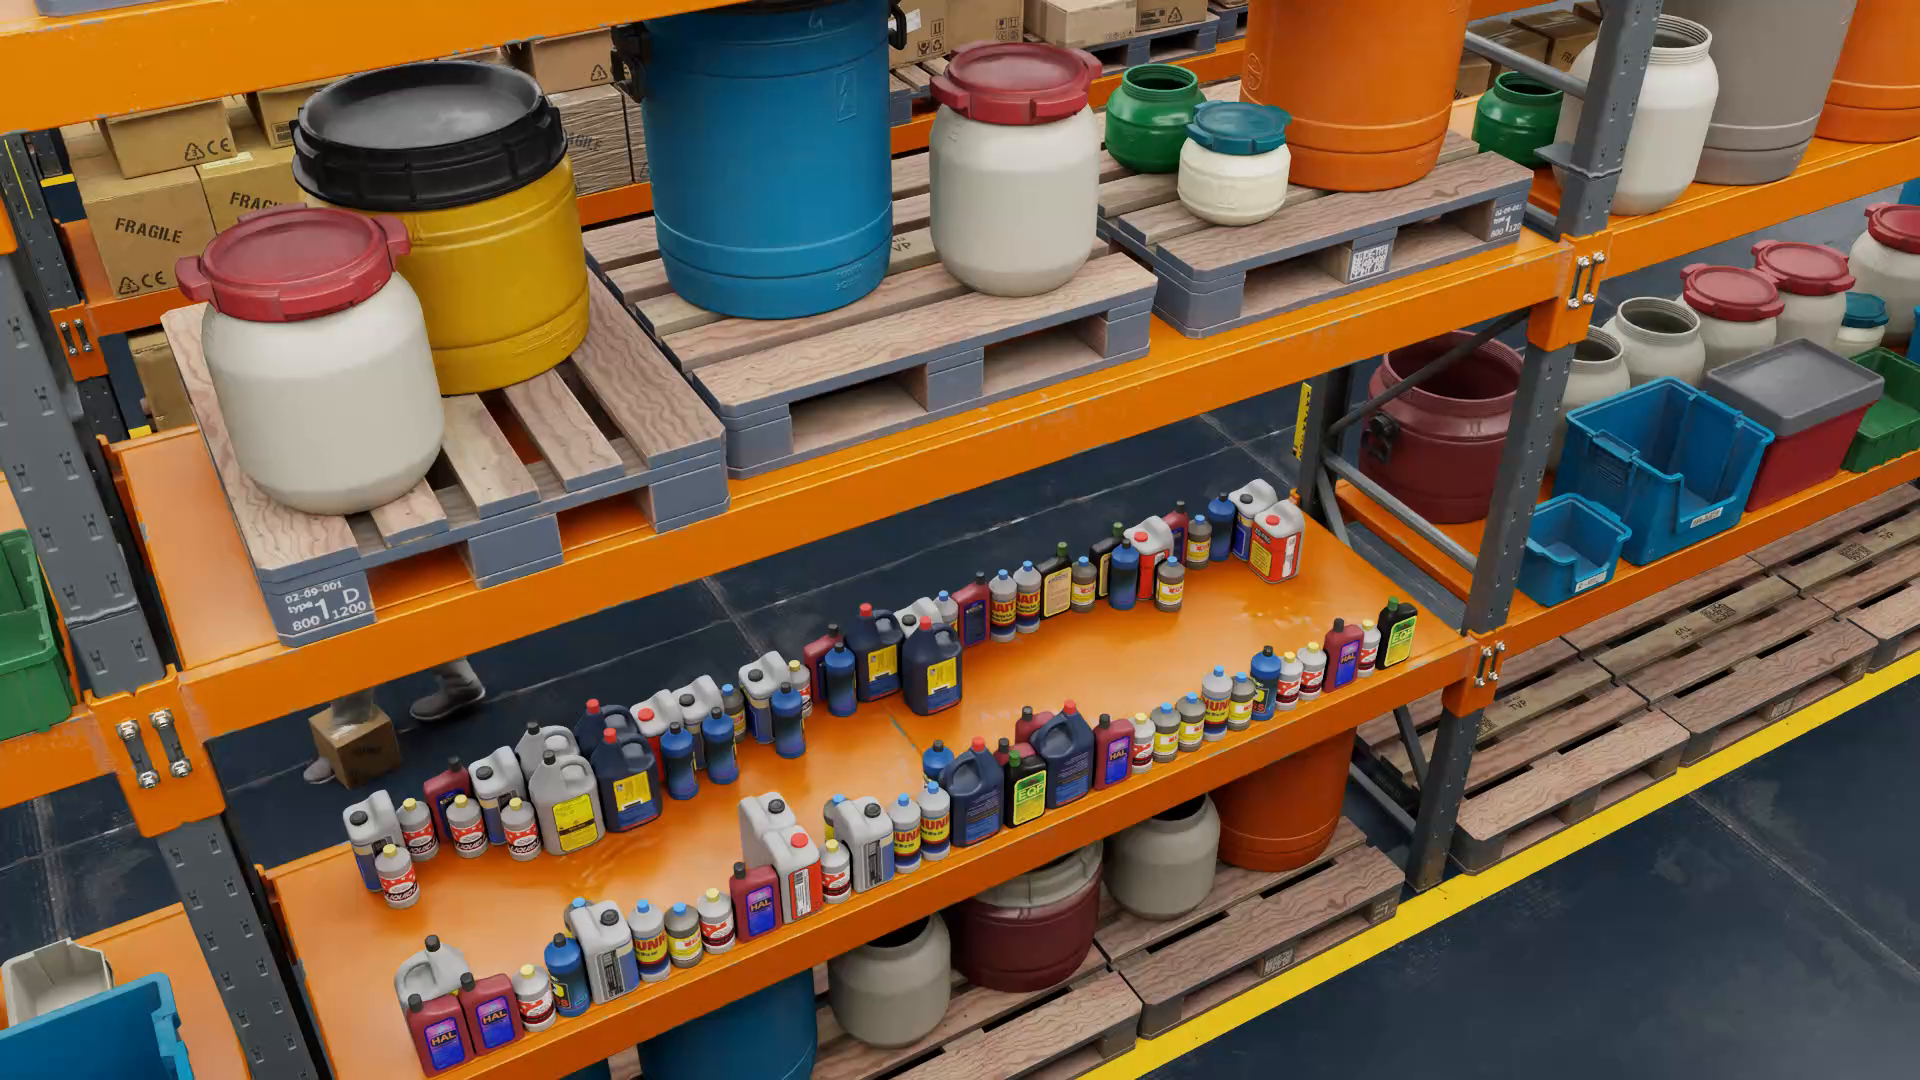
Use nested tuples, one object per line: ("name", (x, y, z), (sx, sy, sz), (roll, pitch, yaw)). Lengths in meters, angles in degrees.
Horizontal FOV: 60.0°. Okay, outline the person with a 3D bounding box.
("person", (-2.455, 0.135, 6.733), (0.791, 1.802, 0.595), (-11, 38, -15))
